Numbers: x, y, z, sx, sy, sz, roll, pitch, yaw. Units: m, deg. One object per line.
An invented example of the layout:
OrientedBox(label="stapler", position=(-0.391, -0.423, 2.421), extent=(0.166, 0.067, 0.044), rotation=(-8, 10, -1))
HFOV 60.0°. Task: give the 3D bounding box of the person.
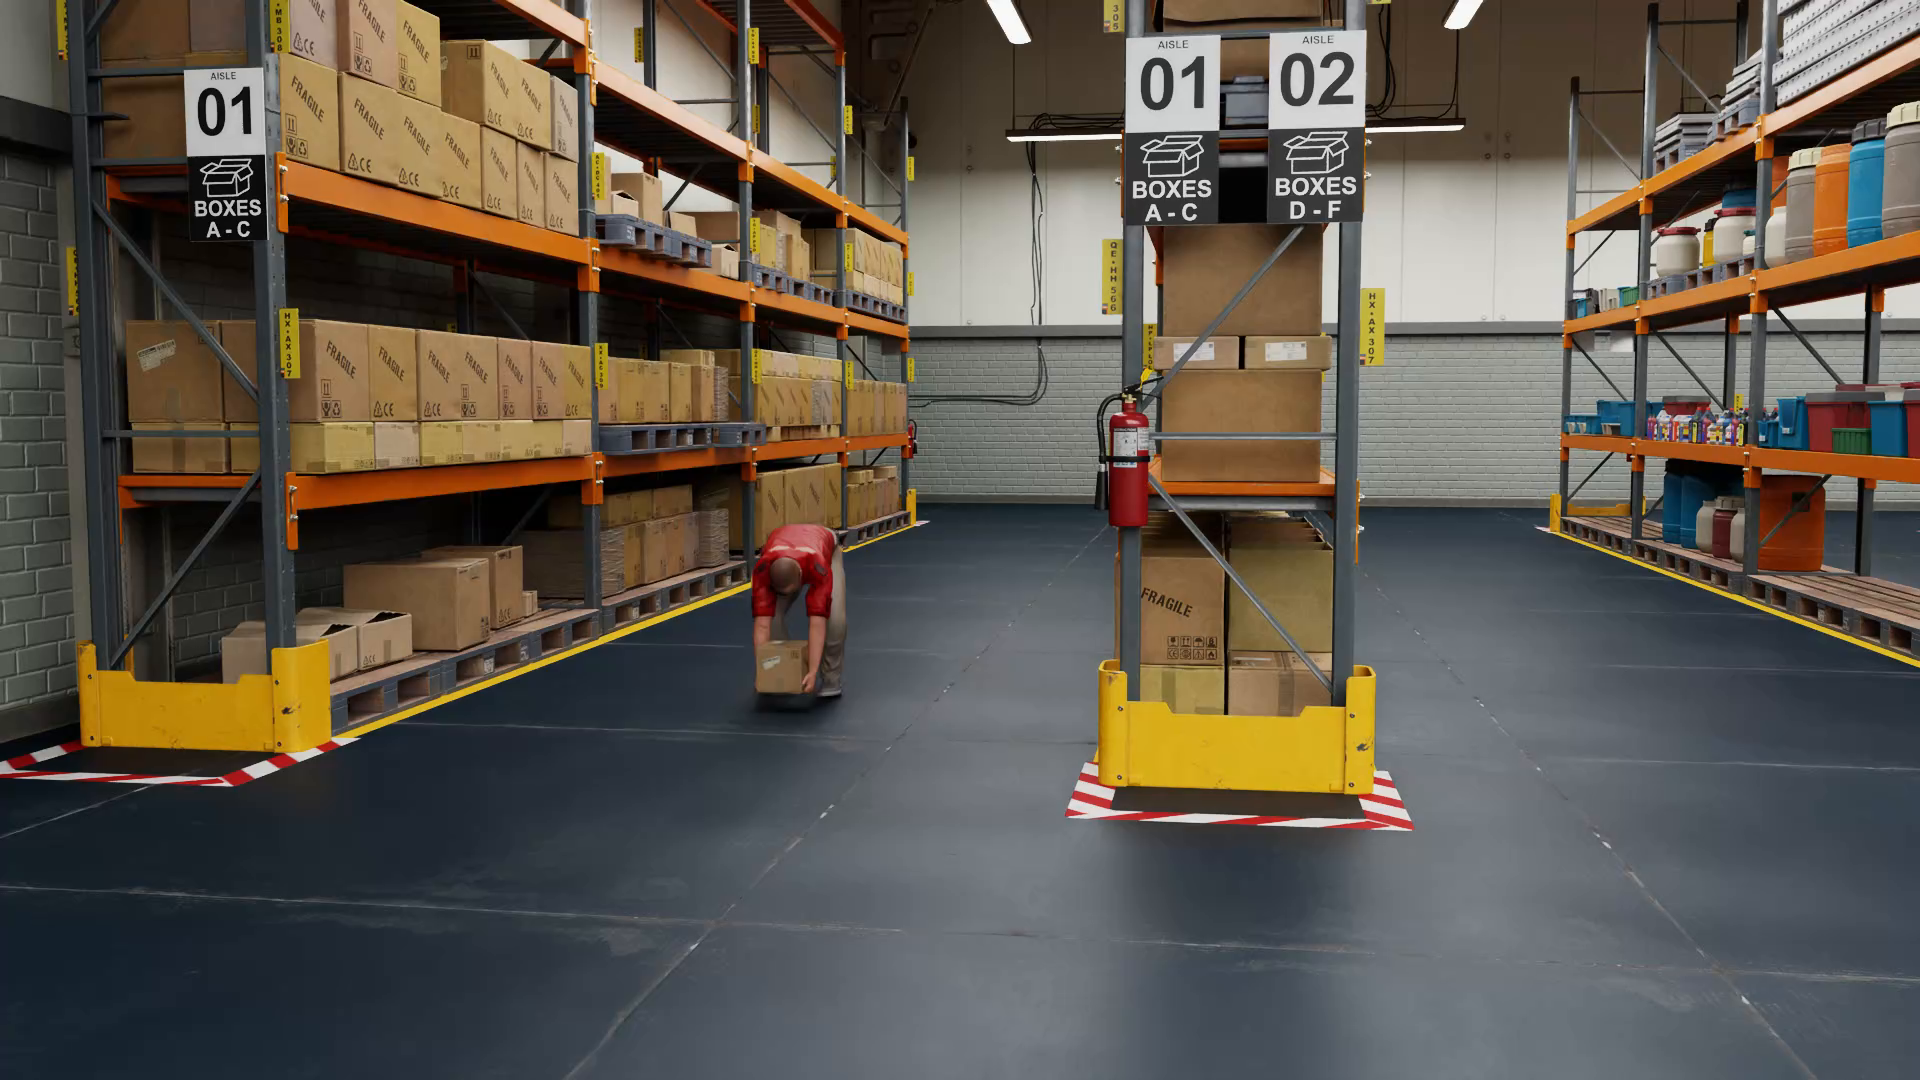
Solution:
OrientedBox(label="person", position=(-0.868, 0.018, 9.506), extent=(0.588, 1.725, 0.399), rotation=(0, 4, 6))
